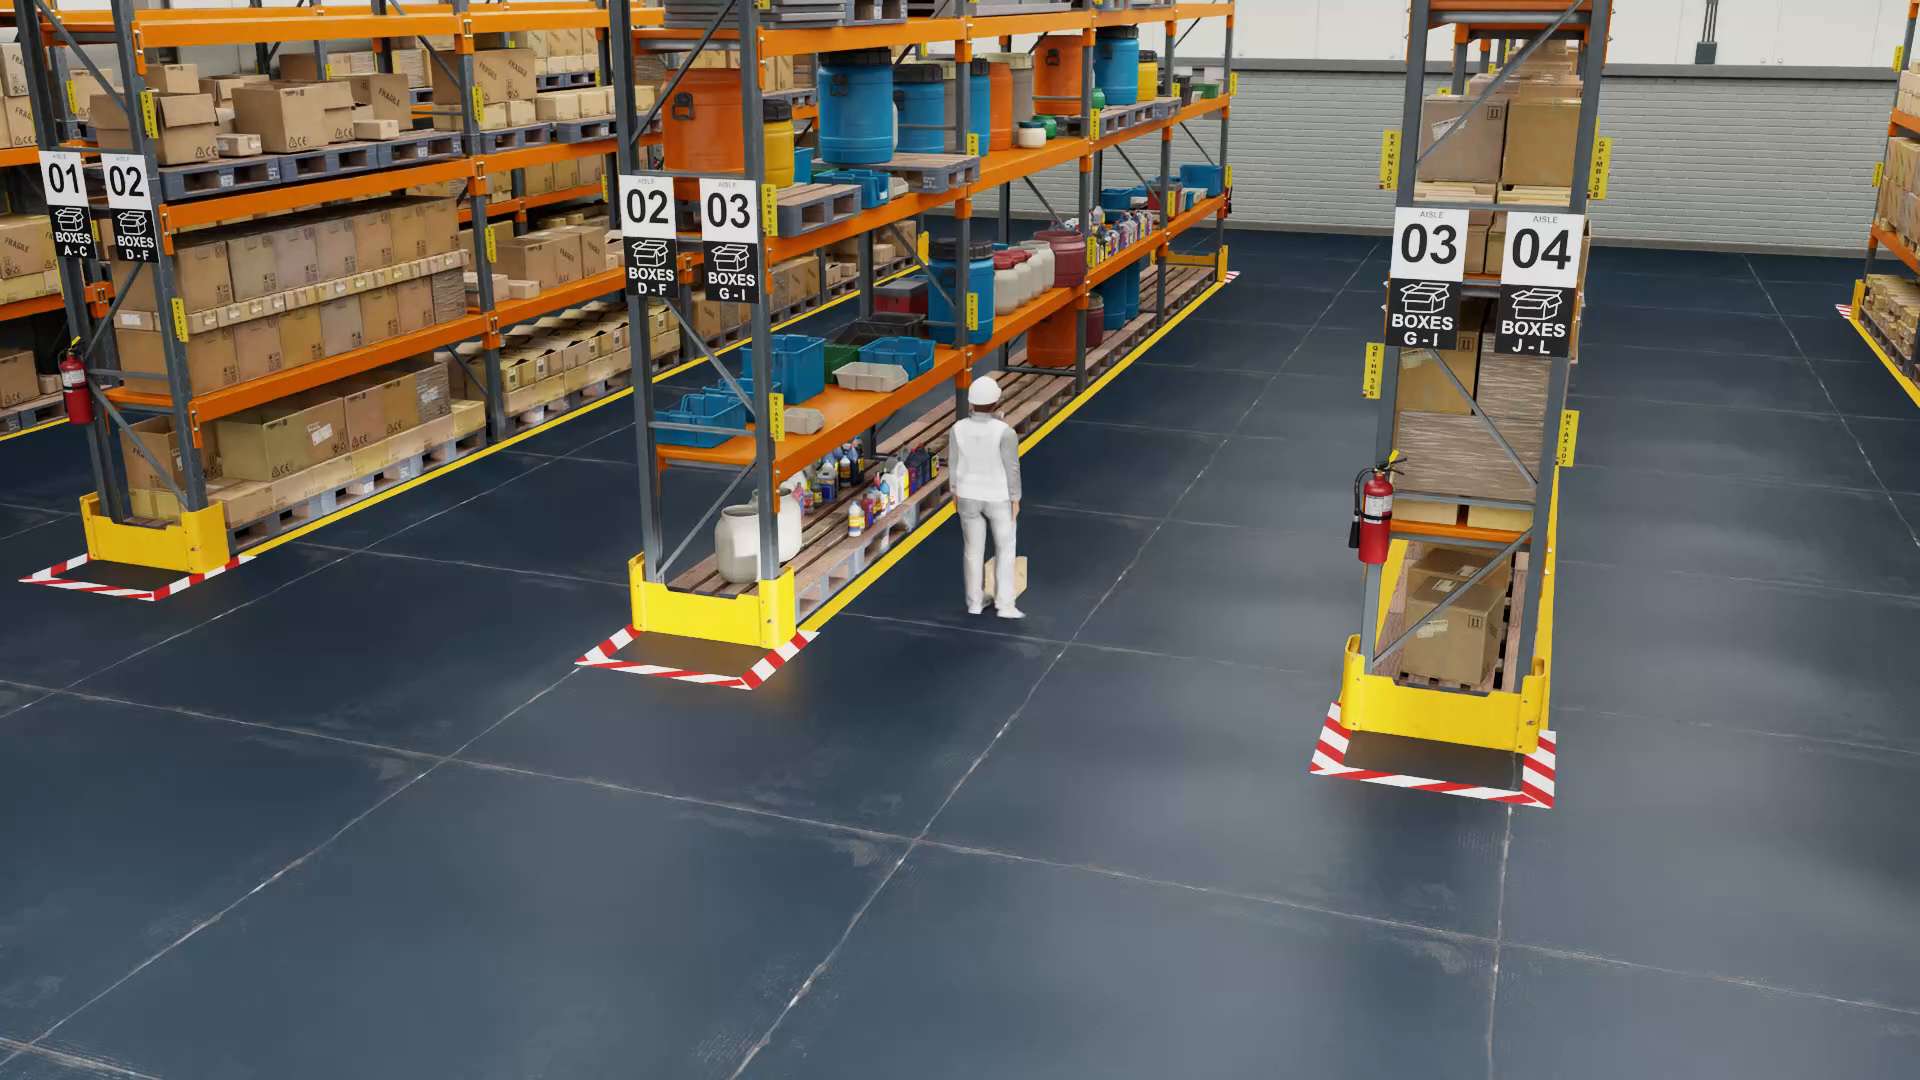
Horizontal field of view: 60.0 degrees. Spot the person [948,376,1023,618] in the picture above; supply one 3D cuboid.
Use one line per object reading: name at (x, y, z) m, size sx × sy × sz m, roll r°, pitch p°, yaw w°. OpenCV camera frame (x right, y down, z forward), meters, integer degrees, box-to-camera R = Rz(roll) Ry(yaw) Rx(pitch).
person at (0.194, -0.290, 11.956) m, size 0.554 × 1.833 × 0.406 m, roll 7°, pitch 20°, yaw 19°
